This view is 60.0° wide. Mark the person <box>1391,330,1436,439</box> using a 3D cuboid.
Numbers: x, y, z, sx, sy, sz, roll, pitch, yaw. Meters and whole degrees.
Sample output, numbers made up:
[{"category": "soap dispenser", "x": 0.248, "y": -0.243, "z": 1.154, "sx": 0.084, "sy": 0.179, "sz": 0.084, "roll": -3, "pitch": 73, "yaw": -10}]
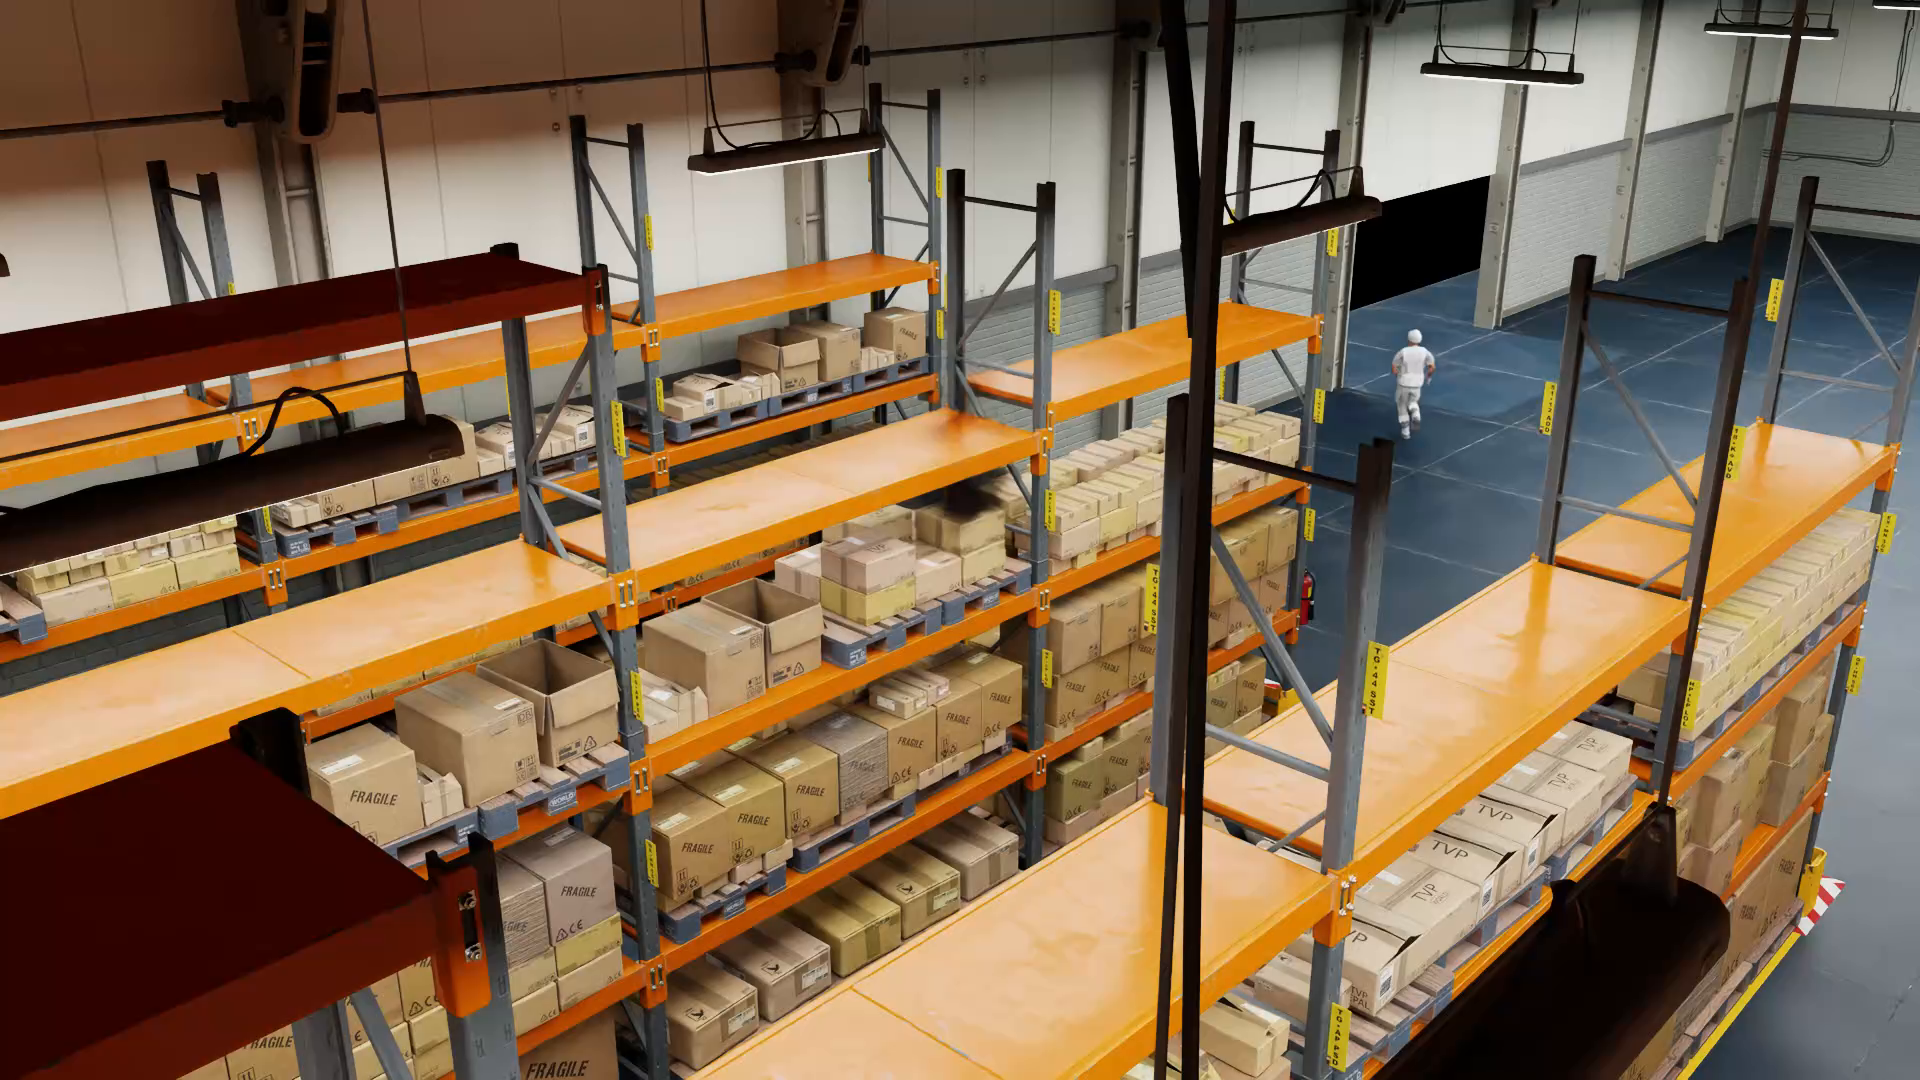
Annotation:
[{"category": "person", "x": 7.011, "y": -2.438, "z": 25.904, "sx": 0.657, "sy": 1.735, "sz": 0.594, "roll": 1, "pitch": 21, "yaw": 2}]
